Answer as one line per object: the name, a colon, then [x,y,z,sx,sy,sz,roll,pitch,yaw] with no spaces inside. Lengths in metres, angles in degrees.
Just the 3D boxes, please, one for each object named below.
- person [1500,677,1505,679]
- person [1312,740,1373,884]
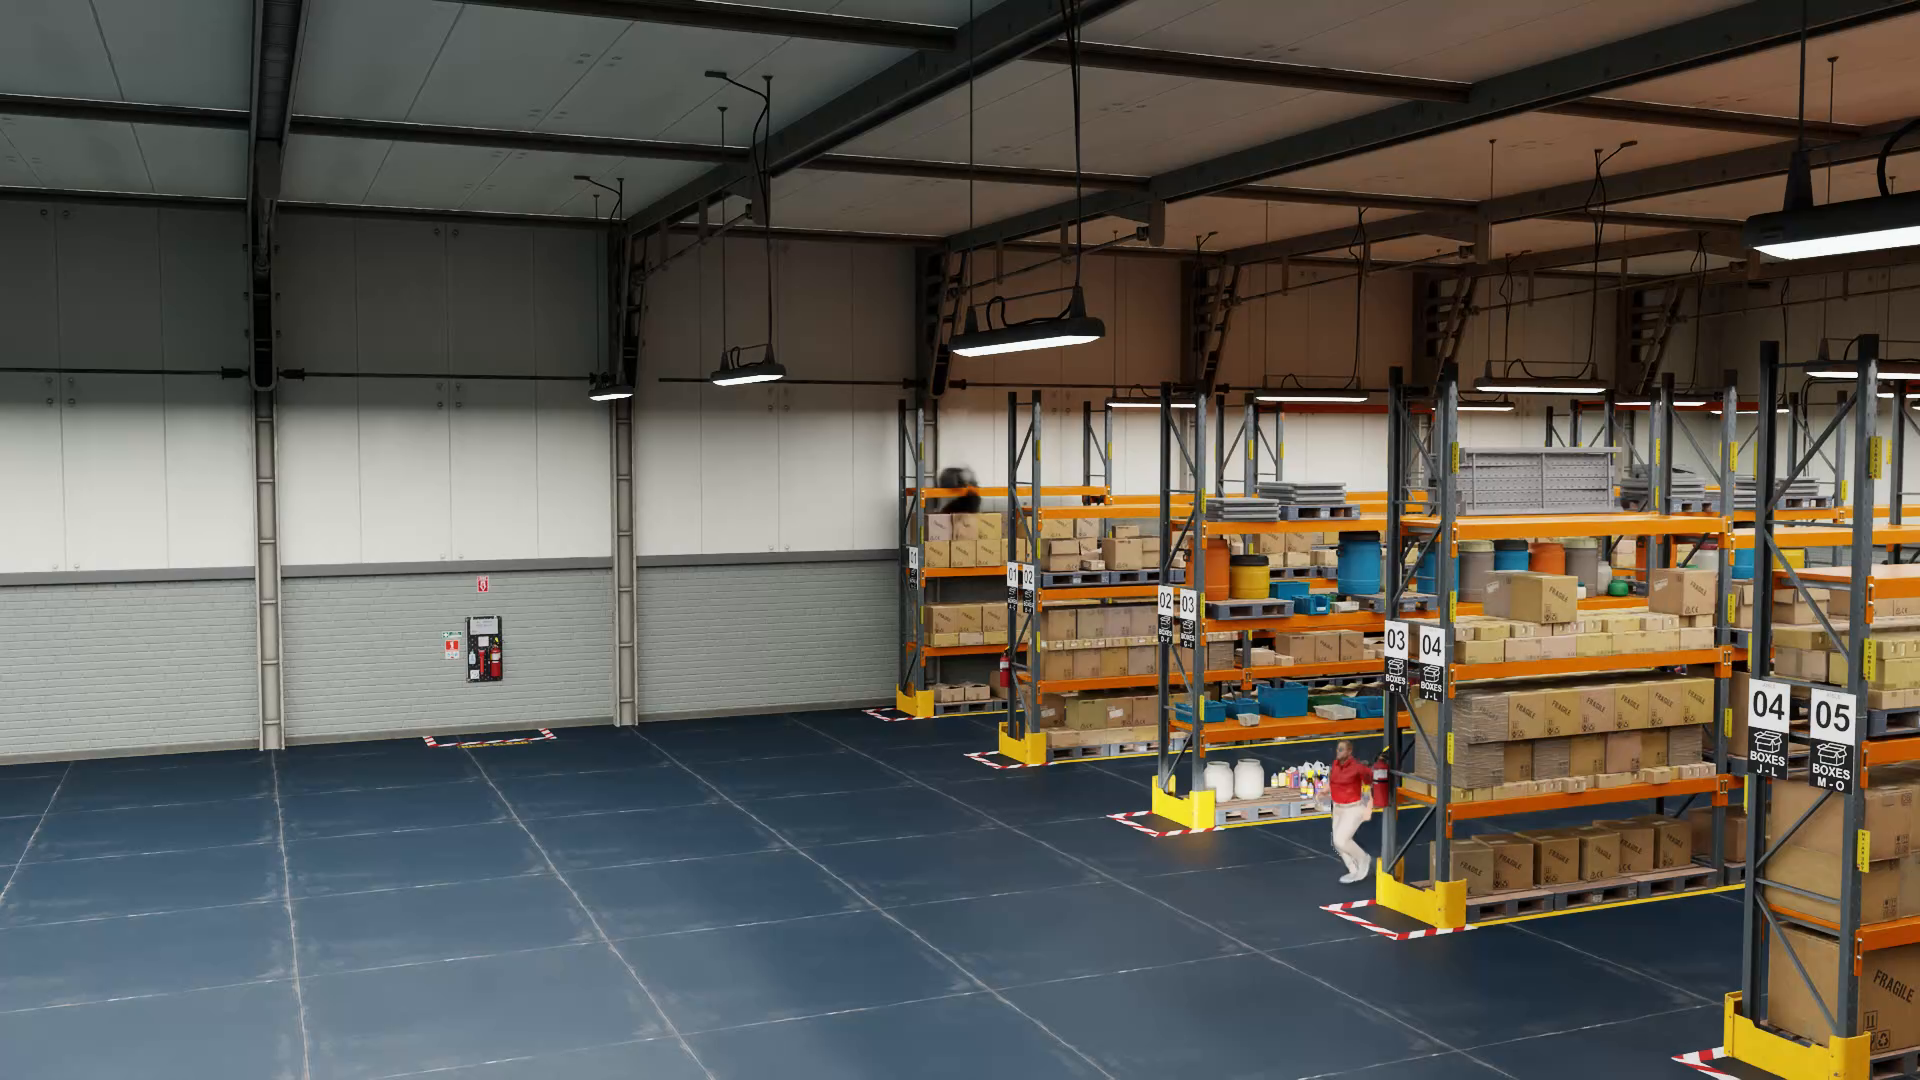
person: [9.447,2.681,28.315,0.670,1.664,0.593,-1,4,-24]
person: [4.473,3.178,19.463,0.681,1.682,0.683,-2,4,-26]
